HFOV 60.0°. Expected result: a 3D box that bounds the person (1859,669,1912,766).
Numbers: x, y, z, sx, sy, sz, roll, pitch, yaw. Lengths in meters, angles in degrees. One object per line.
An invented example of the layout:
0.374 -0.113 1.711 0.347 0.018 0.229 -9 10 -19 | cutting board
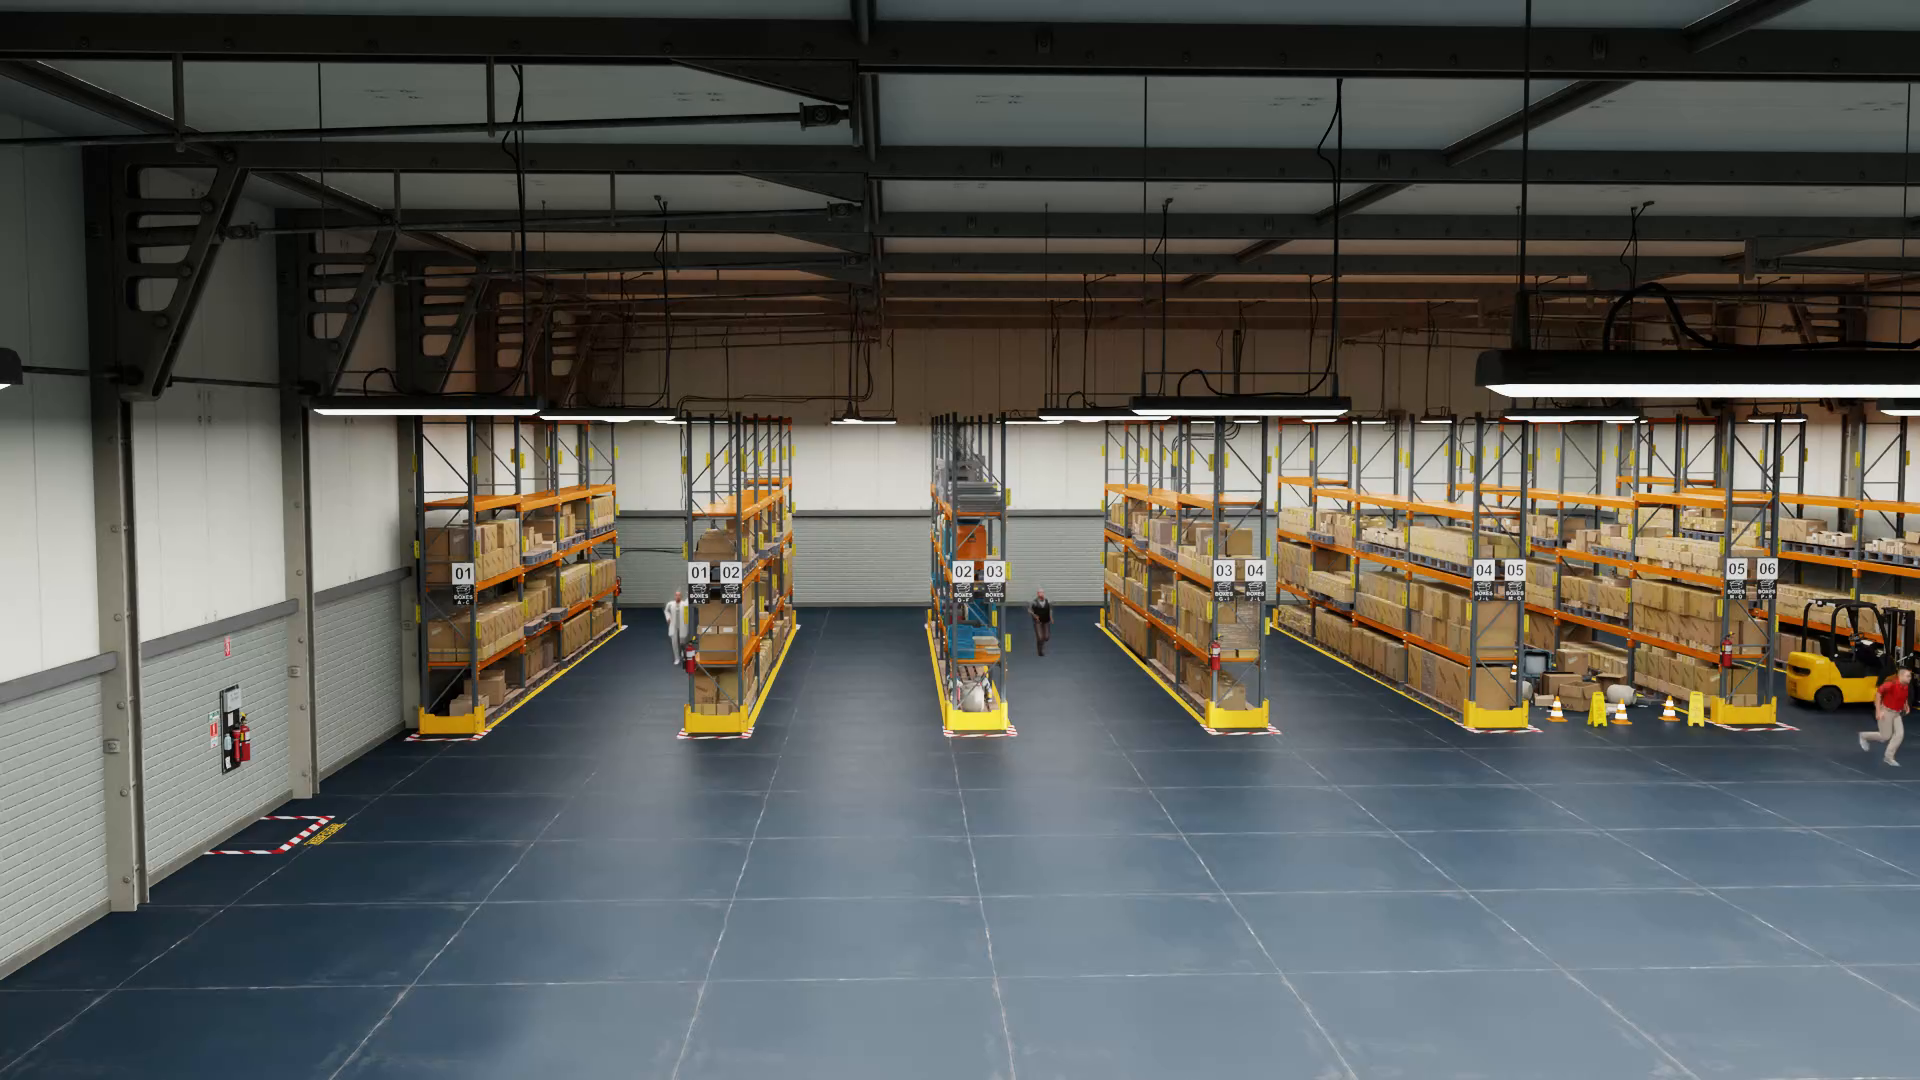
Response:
15.792 2.992 28.359 0.662 1.678 0.850 -2 4 -30 | person

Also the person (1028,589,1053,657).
2.017 2.055 41.448 0.661 1.682 0.585 -1 4 -14 | person

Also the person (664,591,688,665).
-6.840 2.115 40.342 0.700 1.765 0.880 0 4 -2 | person
